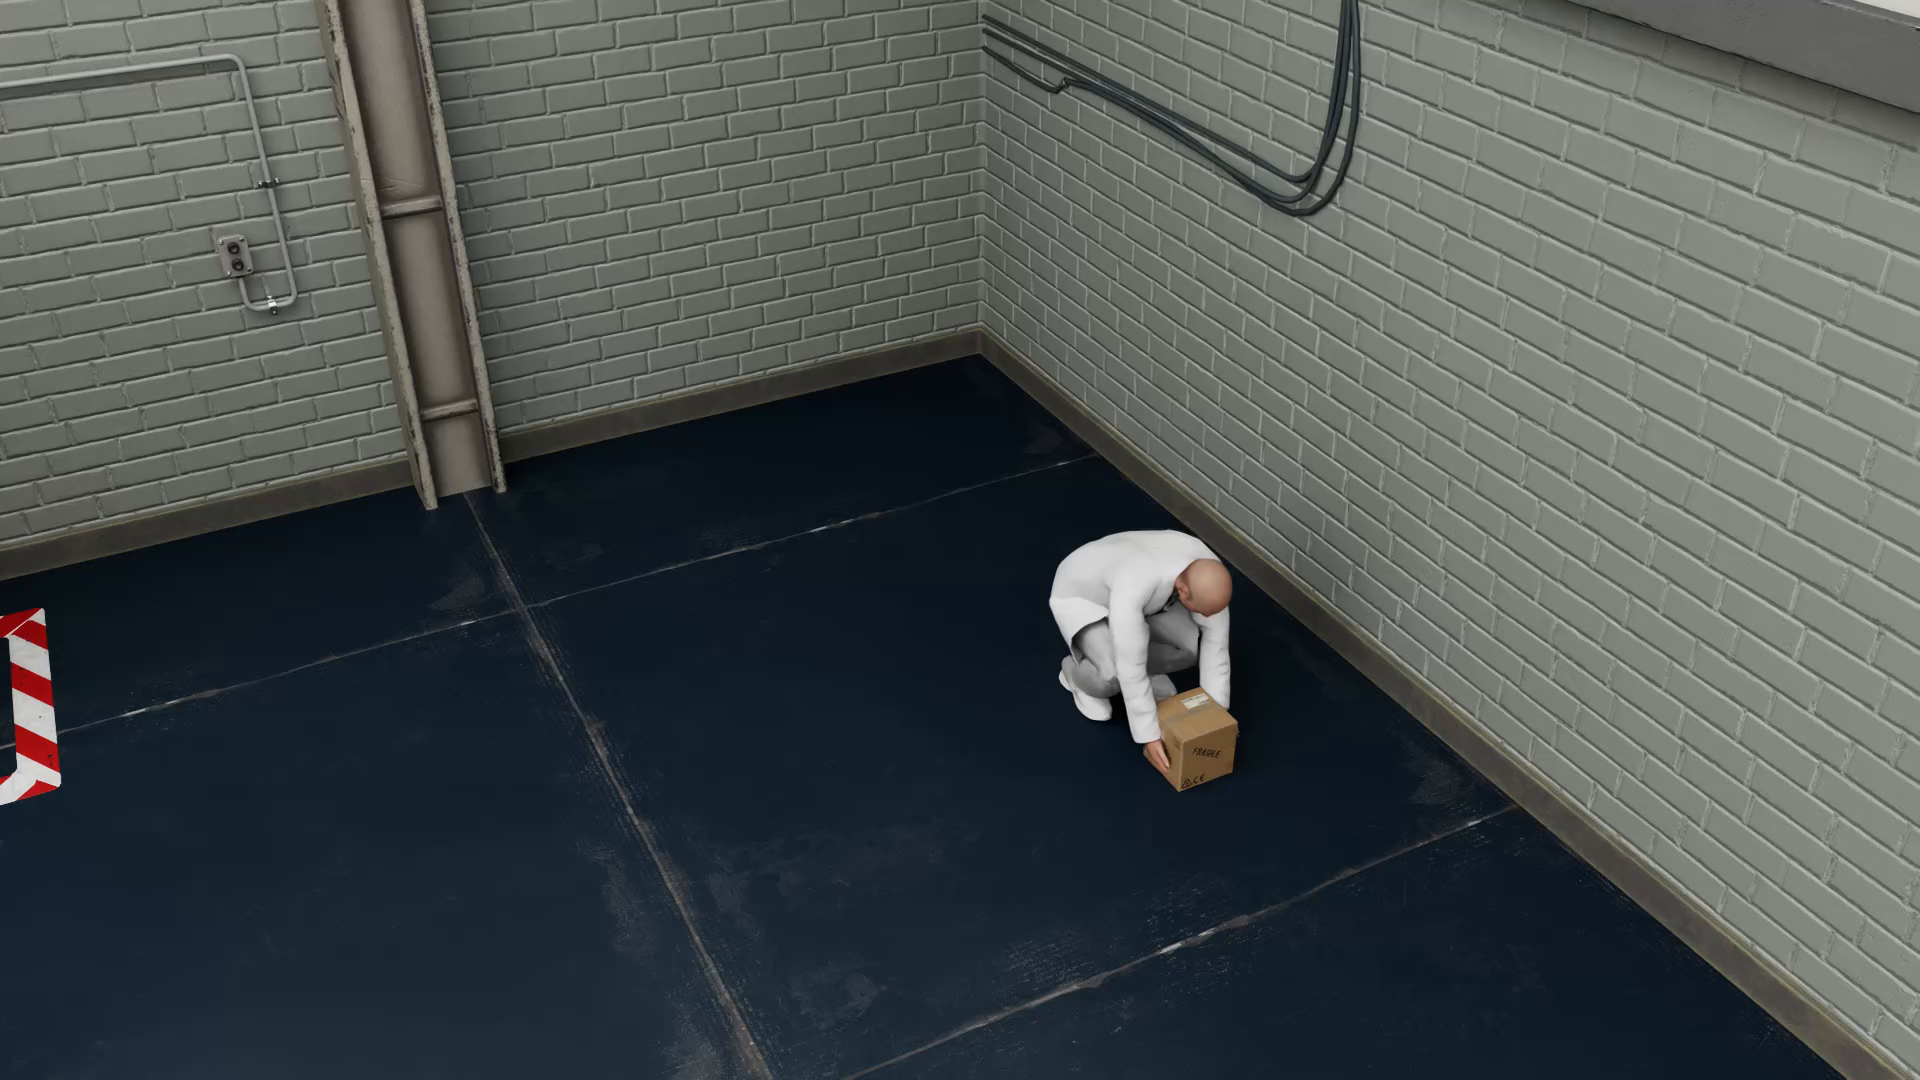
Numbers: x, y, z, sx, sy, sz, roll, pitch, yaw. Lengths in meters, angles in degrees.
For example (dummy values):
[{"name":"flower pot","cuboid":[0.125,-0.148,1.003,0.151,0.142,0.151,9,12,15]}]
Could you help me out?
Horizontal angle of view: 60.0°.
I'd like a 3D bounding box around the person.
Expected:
[{"name":"person","cuboid":[0.716,0.331,6.496,0.599,0.853,0.911,-16,36,-23]}]
